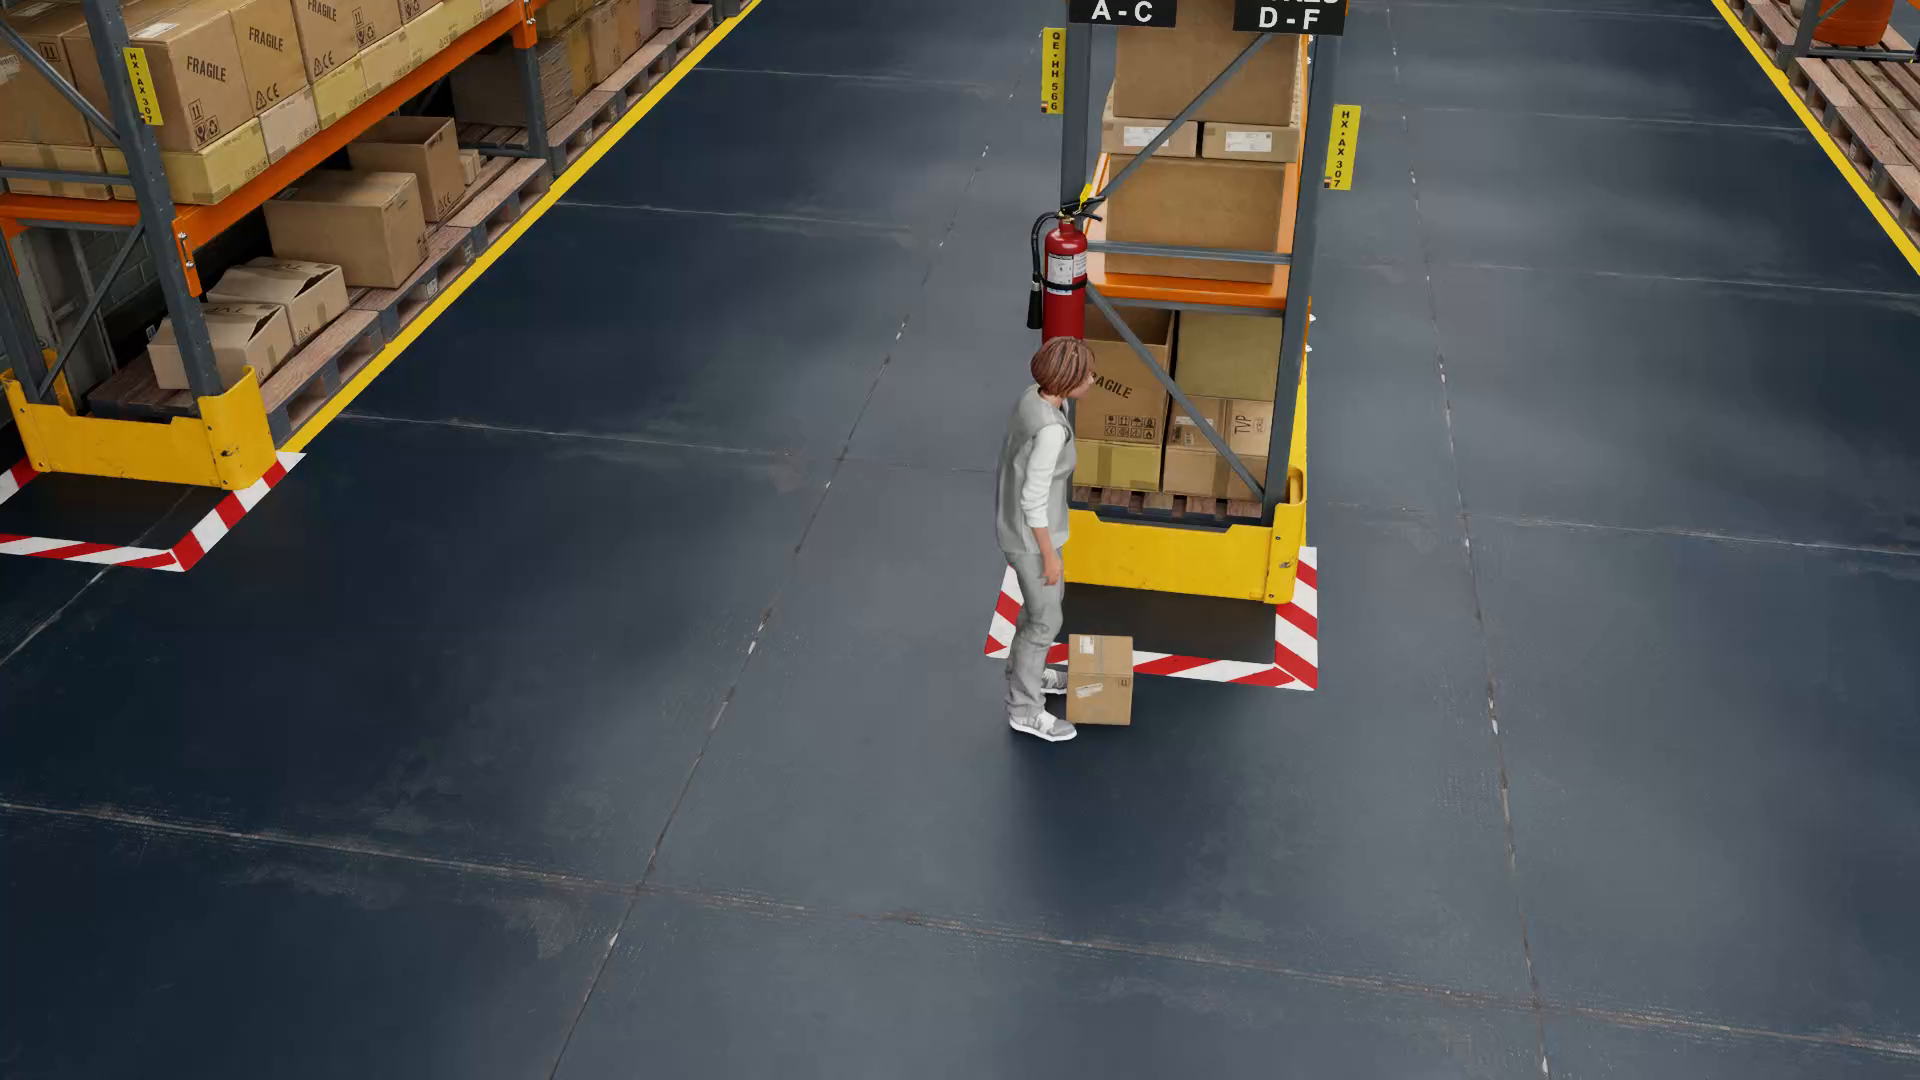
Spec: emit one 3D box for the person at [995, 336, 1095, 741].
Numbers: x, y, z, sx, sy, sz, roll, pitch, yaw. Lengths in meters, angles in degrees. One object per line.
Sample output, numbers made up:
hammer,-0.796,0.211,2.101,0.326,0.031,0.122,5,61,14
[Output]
person,0.300,-0.020,6.179,0.344,1.593,0.486,1,33,2
